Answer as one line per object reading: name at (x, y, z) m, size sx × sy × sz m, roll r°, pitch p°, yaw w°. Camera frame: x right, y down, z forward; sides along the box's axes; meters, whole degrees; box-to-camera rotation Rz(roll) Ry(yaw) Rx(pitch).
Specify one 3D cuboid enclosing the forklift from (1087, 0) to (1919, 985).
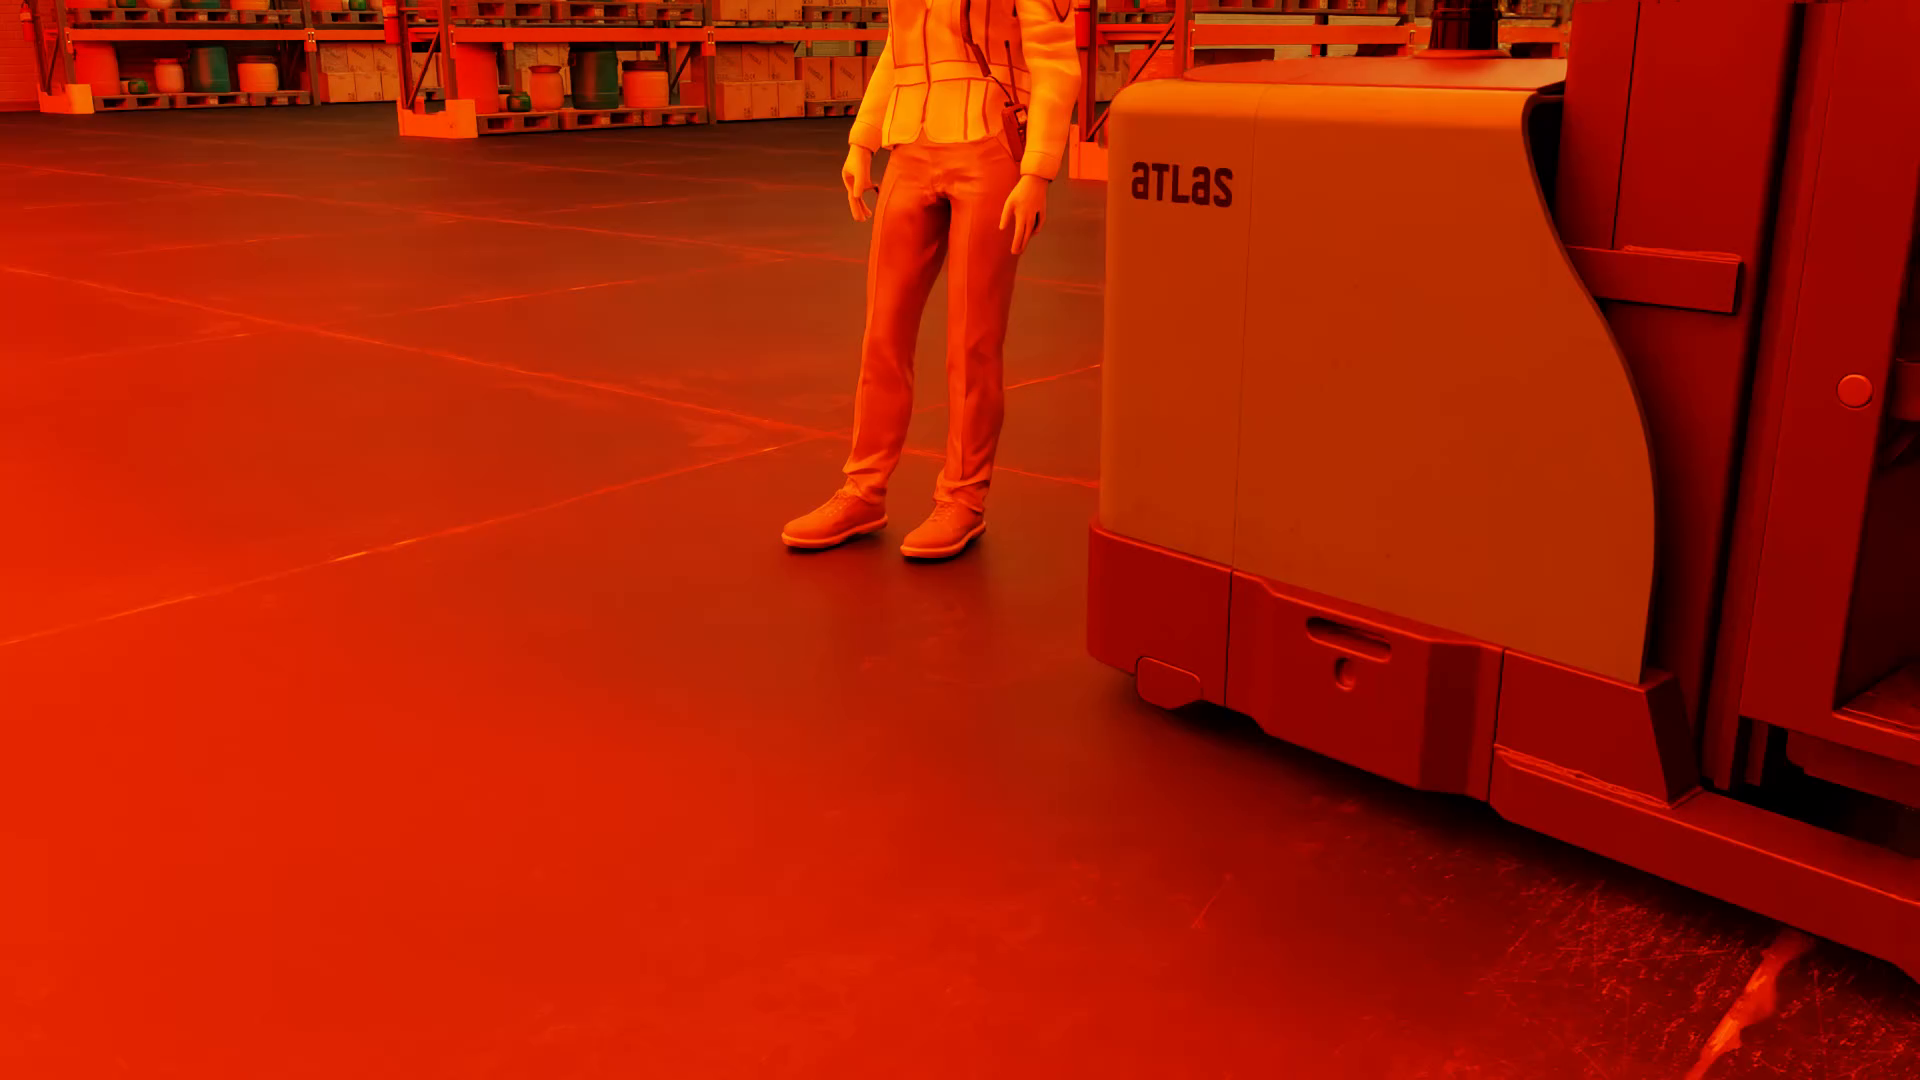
forklift at (1.592, -0.911, 1.898) m, size 1.130 × 2.935 × 3.031 m, roll -15°, pitch 22°, yaw -40°

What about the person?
person at (-0.056, -0.805, 3.652) m, size 0.569 × 1.694 × 0.529 m, roll 13°, pitch 21°, yaw 37°
